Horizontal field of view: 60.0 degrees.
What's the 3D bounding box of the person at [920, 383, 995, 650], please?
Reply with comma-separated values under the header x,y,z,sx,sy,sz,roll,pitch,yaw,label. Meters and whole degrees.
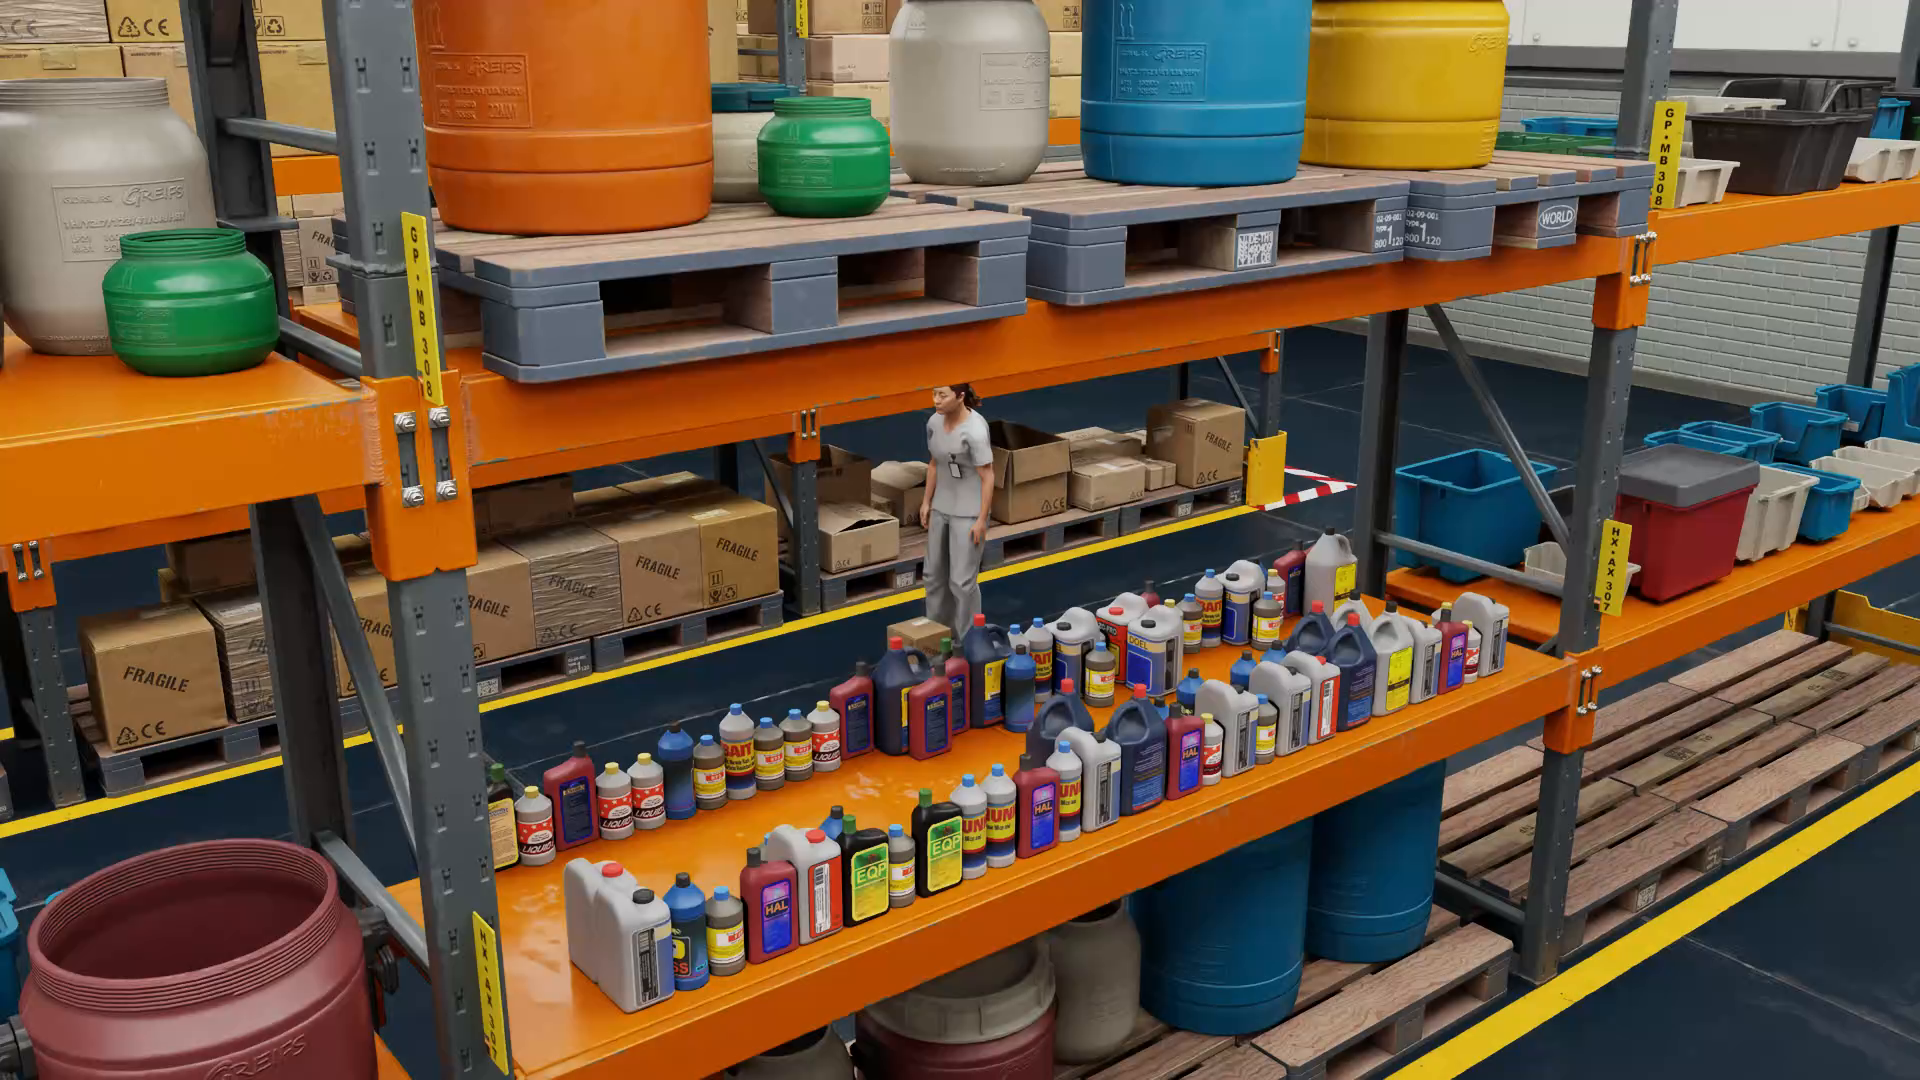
x,y,z,sx,sy,sz,roll,pitch,yaw,label
-0.032,-0.134,8.974,0.367,1.671,0.512,-15,23,-40,person
